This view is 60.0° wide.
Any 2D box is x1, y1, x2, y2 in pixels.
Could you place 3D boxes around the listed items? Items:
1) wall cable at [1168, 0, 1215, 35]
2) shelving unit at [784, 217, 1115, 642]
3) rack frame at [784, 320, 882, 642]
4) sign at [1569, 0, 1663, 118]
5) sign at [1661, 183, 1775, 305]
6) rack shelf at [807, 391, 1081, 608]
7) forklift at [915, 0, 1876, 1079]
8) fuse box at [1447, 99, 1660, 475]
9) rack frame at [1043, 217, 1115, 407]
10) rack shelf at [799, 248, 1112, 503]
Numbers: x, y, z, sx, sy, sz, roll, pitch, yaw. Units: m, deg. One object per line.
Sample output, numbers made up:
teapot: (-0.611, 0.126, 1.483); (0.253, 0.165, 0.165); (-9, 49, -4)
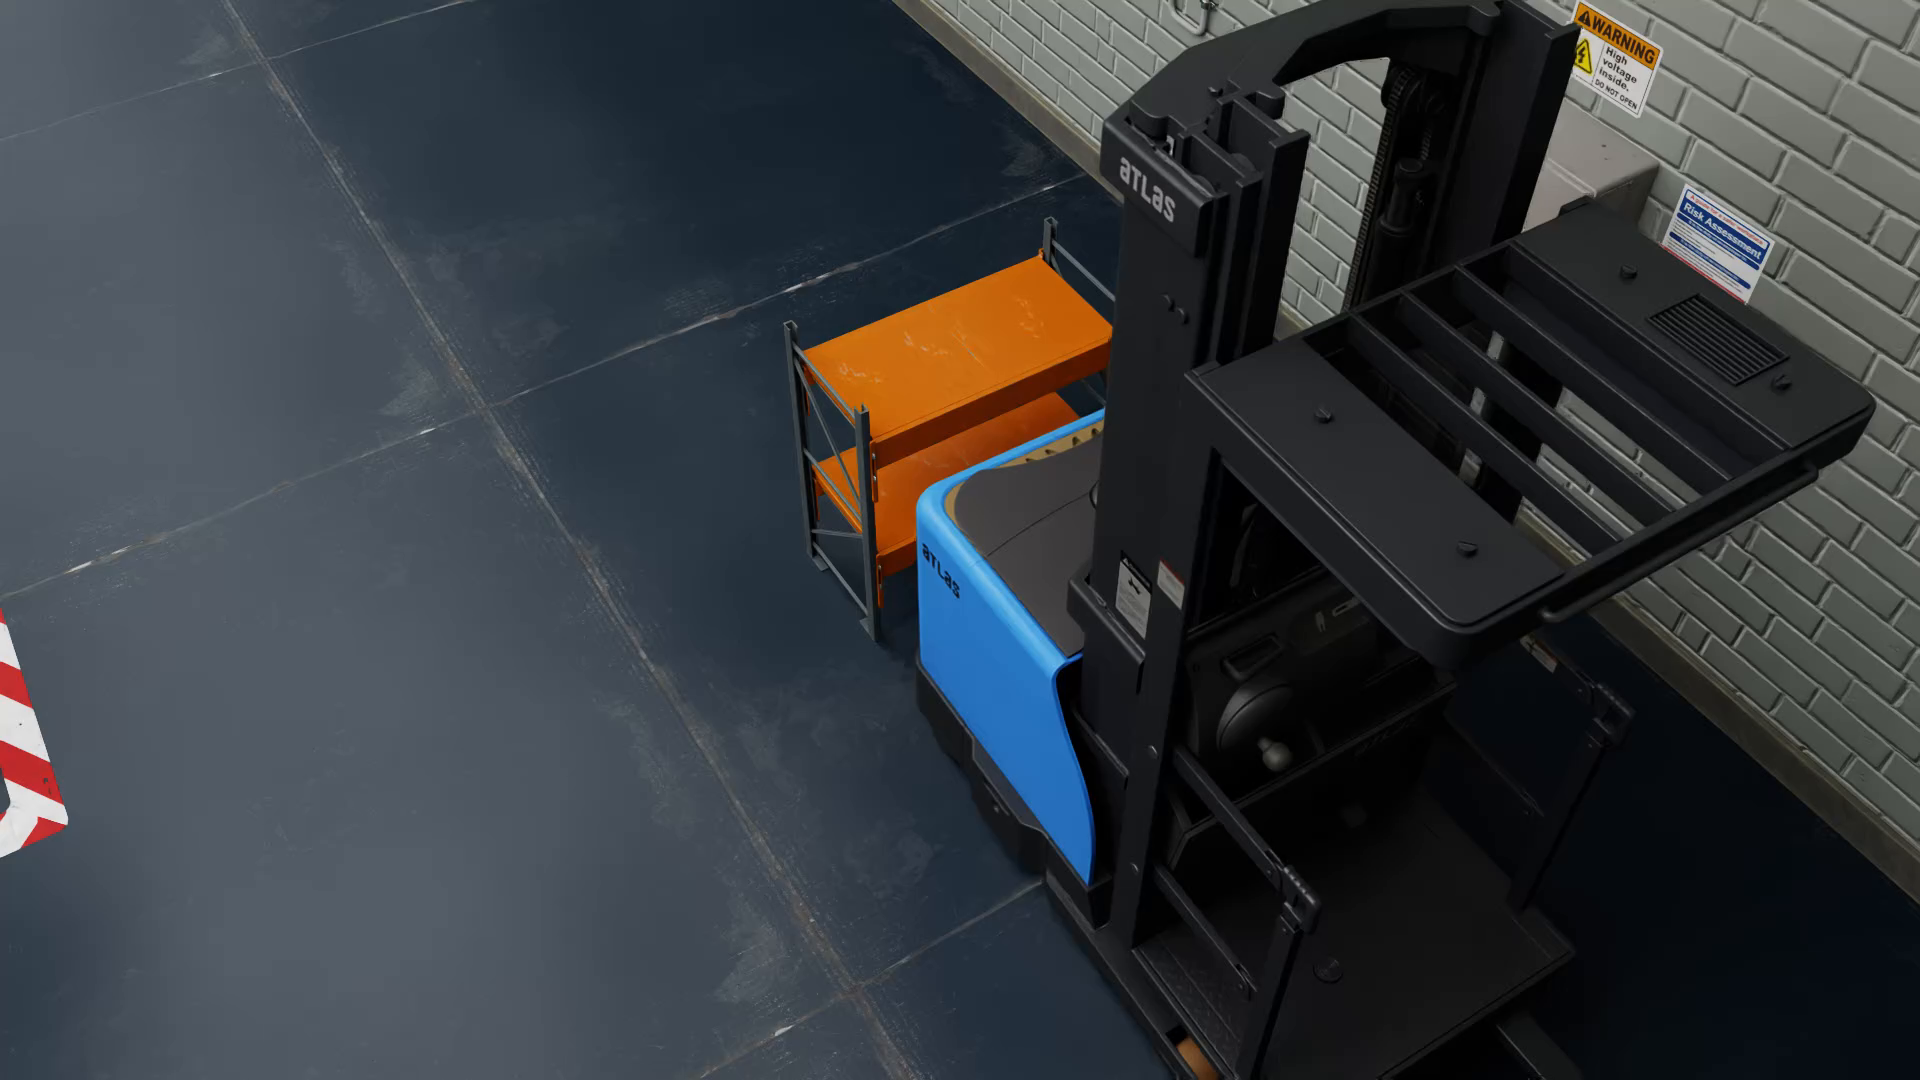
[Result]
wall cable: (0.796, -2.782, 6.018); (0.123, 1.953, 0.585); (-25, 53, -21)
shelving unit: (0.006, -0.377, 5.832); (1.048, 1.125, 0.538); (-25, 53, -21)
rack frame: (-0.424, -0.174, 5.652); (0.032, 1.125, 0.500); (-25, 53, -21)
sign: (1.939, -1.441, 4.972); (0.001, 0.242, 0.339); (-25, 53, -21)
sign: (2.232, -0.788, 5.007); (0.001, 0.494, 0.329); (-25, 53, -21)
rack shelf: (0.006, -0.214, 6.015); (1.000, 0.278, 0.538); (-25, 53, -21)
forklift: (1.052, 0.345, 3.980); (1.130, 2.935, 3.031); (-25, 53, -20)
fuse box: (1.793, -0.620, 5.657); (0.414, 1.711, 0.539); (-25, 53, -21)
rack frame: (0.436, -0.579, 6.013); (0.032, 1.125, 0.500); (-25, 53, -21)
rack shelf: (0.006, -0.571, 5.614); (1.000, 0.278, 0.538); (-25, 53, -21)
